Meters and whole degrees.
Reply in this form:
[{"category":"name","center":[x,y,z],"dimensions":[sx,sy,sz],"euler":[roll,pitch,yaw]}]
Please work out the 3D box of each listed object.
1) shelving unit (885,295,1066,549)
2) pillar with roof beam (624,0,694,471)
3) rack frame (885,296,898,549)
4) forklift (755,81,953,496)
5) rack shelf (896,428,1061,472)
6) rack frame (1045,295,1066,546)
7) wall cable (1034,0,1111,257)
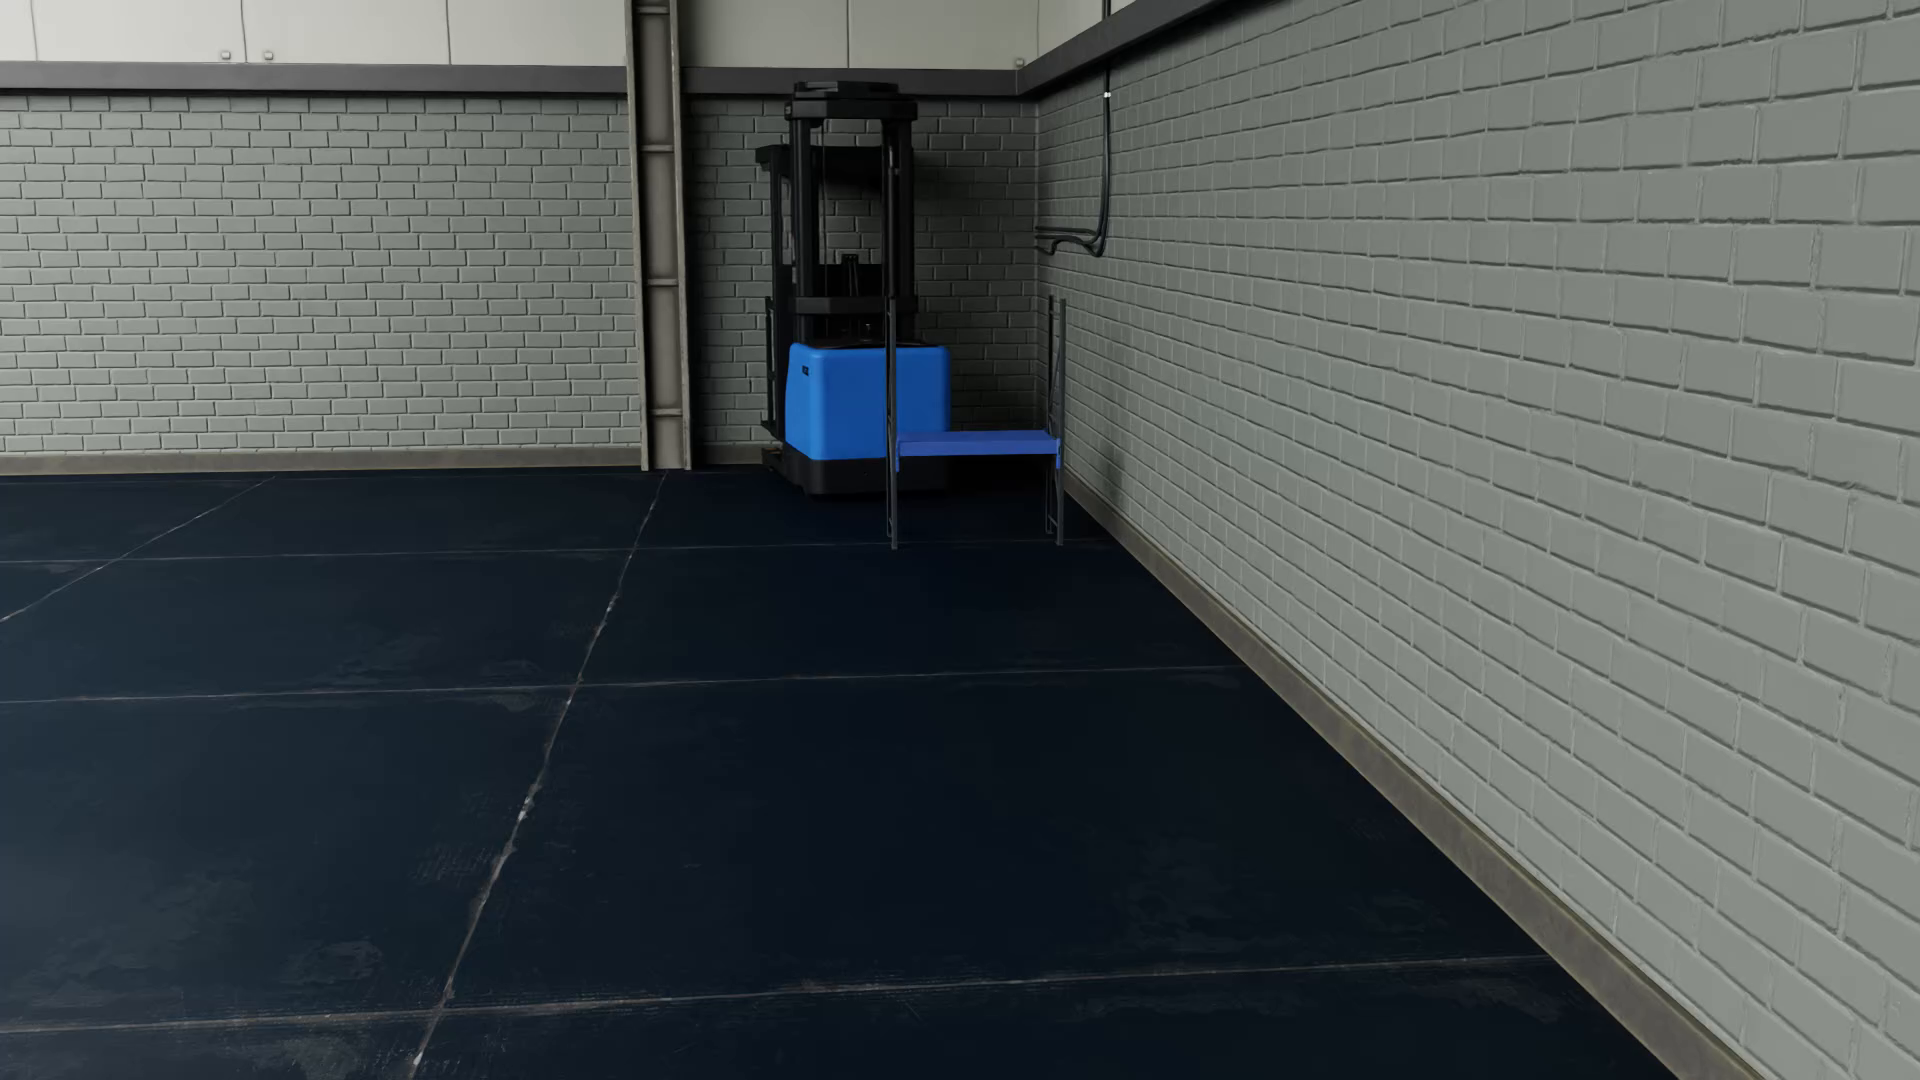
[{"category":"shelving unit","center":[0.085,-0.738,10.232],"dimensions":[1.048,1.500,0.538],"euler":[-1,11,-6]},{"category":"pillar with roof beam","center":[-1.876,-4.174,8.270],"dimensions":[0.400,9.000,9.100],"euler":[-1,11,-6]},{"category":"rack frame","center":[-0.421,-0.727,10.178],"dimensions":[0.032,1.500,0.500],"euler":[-1,11,-6]},{"category":"forklift","center":[-0.953,-1.989,12.885],"dimensions":[1.130,2.935,3.031],"euler":[-3,12,-16]},{"category":"rack shelf","center":[0.085,-0.561,10.267],"dimensions":[1.000,0.185,0.538],"euler":[-1,11,-6]},{"category":"rack frame","center":[0.590,-0.748,10.286],"dimensions":[0.032,1.500,0.500],"euler":[-1,11,-6]},{"category":"wall cable","center":[0.731,-3.283,11.791],"dimensions":[0.112,2.526,3.097],"euler":[-1,11,-6]}]
